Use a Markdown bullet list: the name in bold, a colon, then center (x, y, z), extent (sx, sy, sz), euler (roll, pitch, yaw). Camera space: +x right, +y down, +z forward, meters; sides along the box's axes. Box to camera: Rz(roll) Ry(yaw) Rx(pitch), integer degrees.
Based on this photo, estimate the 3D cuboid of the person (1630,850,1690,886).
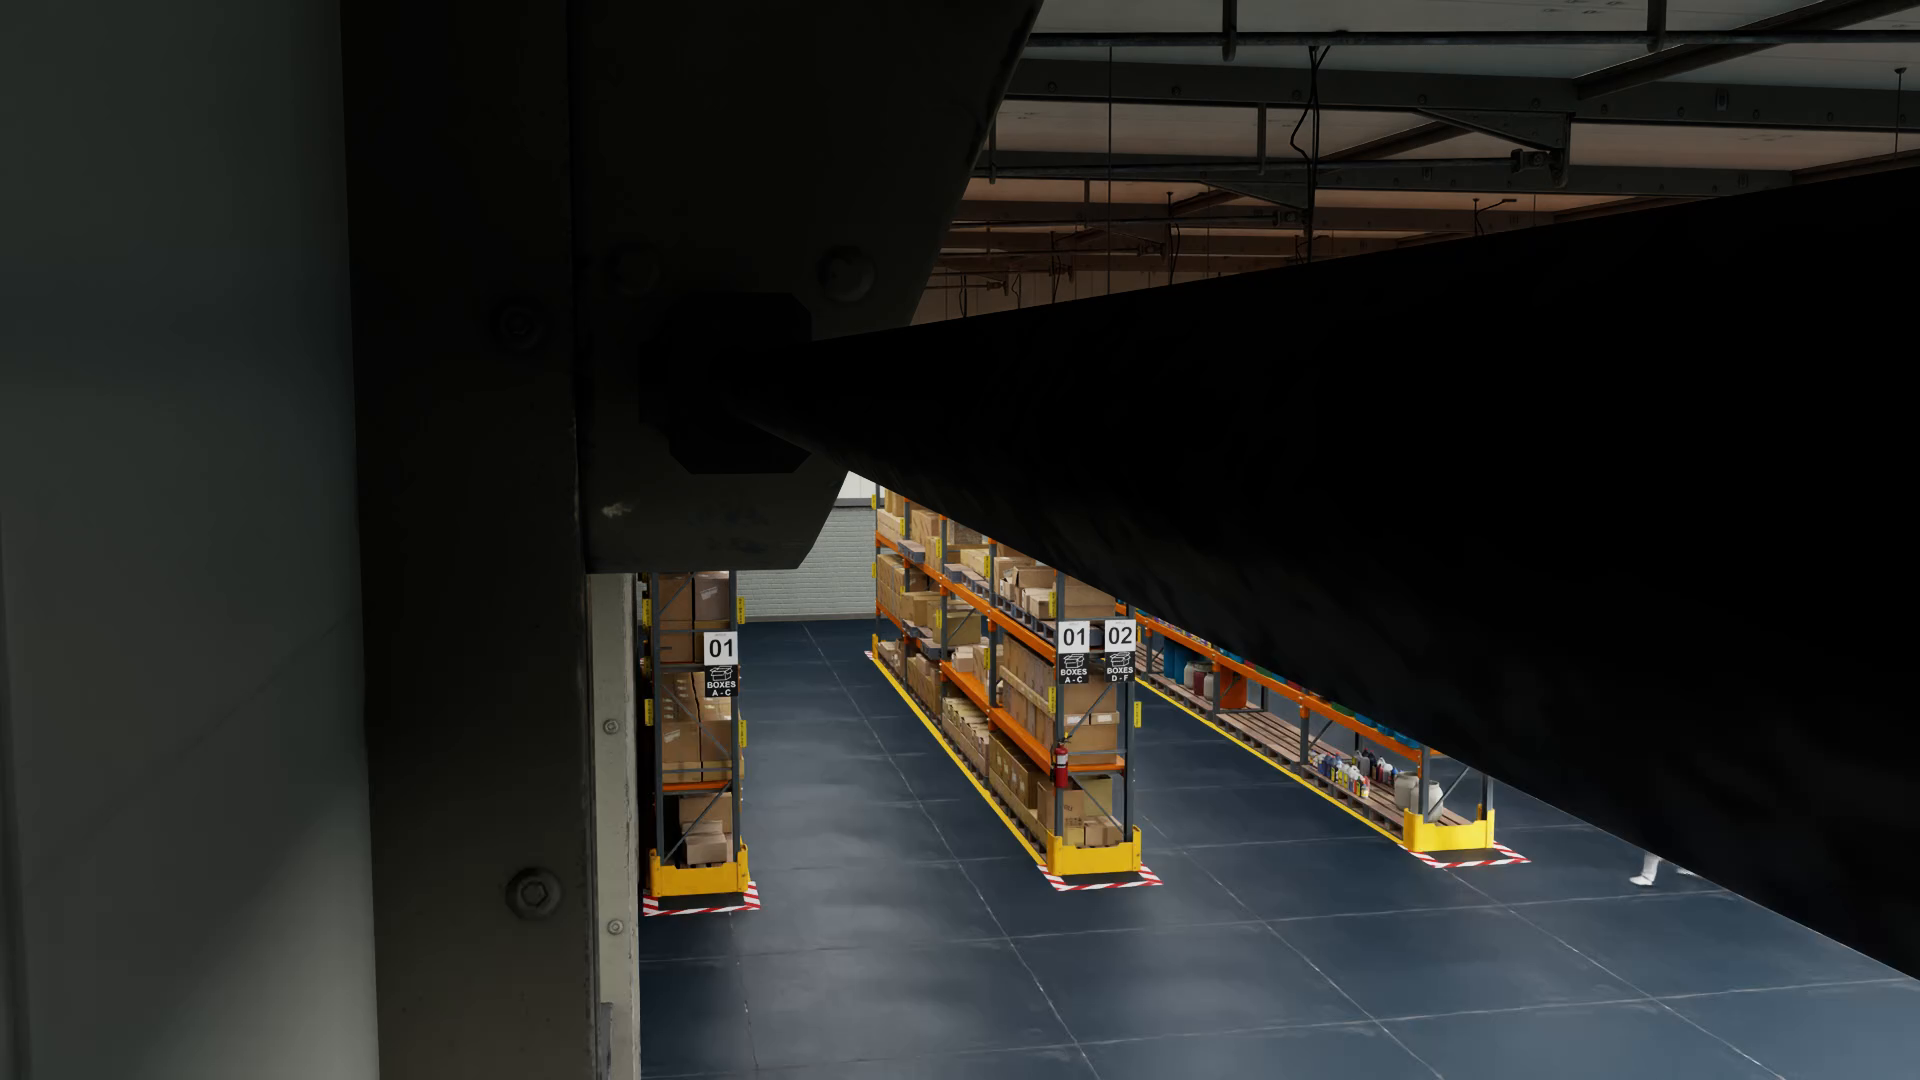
- **person**: center (8.696, 3.368, 20.433), extent (0.999, 1.738, 0.542), euler (-1, 6, -8)
